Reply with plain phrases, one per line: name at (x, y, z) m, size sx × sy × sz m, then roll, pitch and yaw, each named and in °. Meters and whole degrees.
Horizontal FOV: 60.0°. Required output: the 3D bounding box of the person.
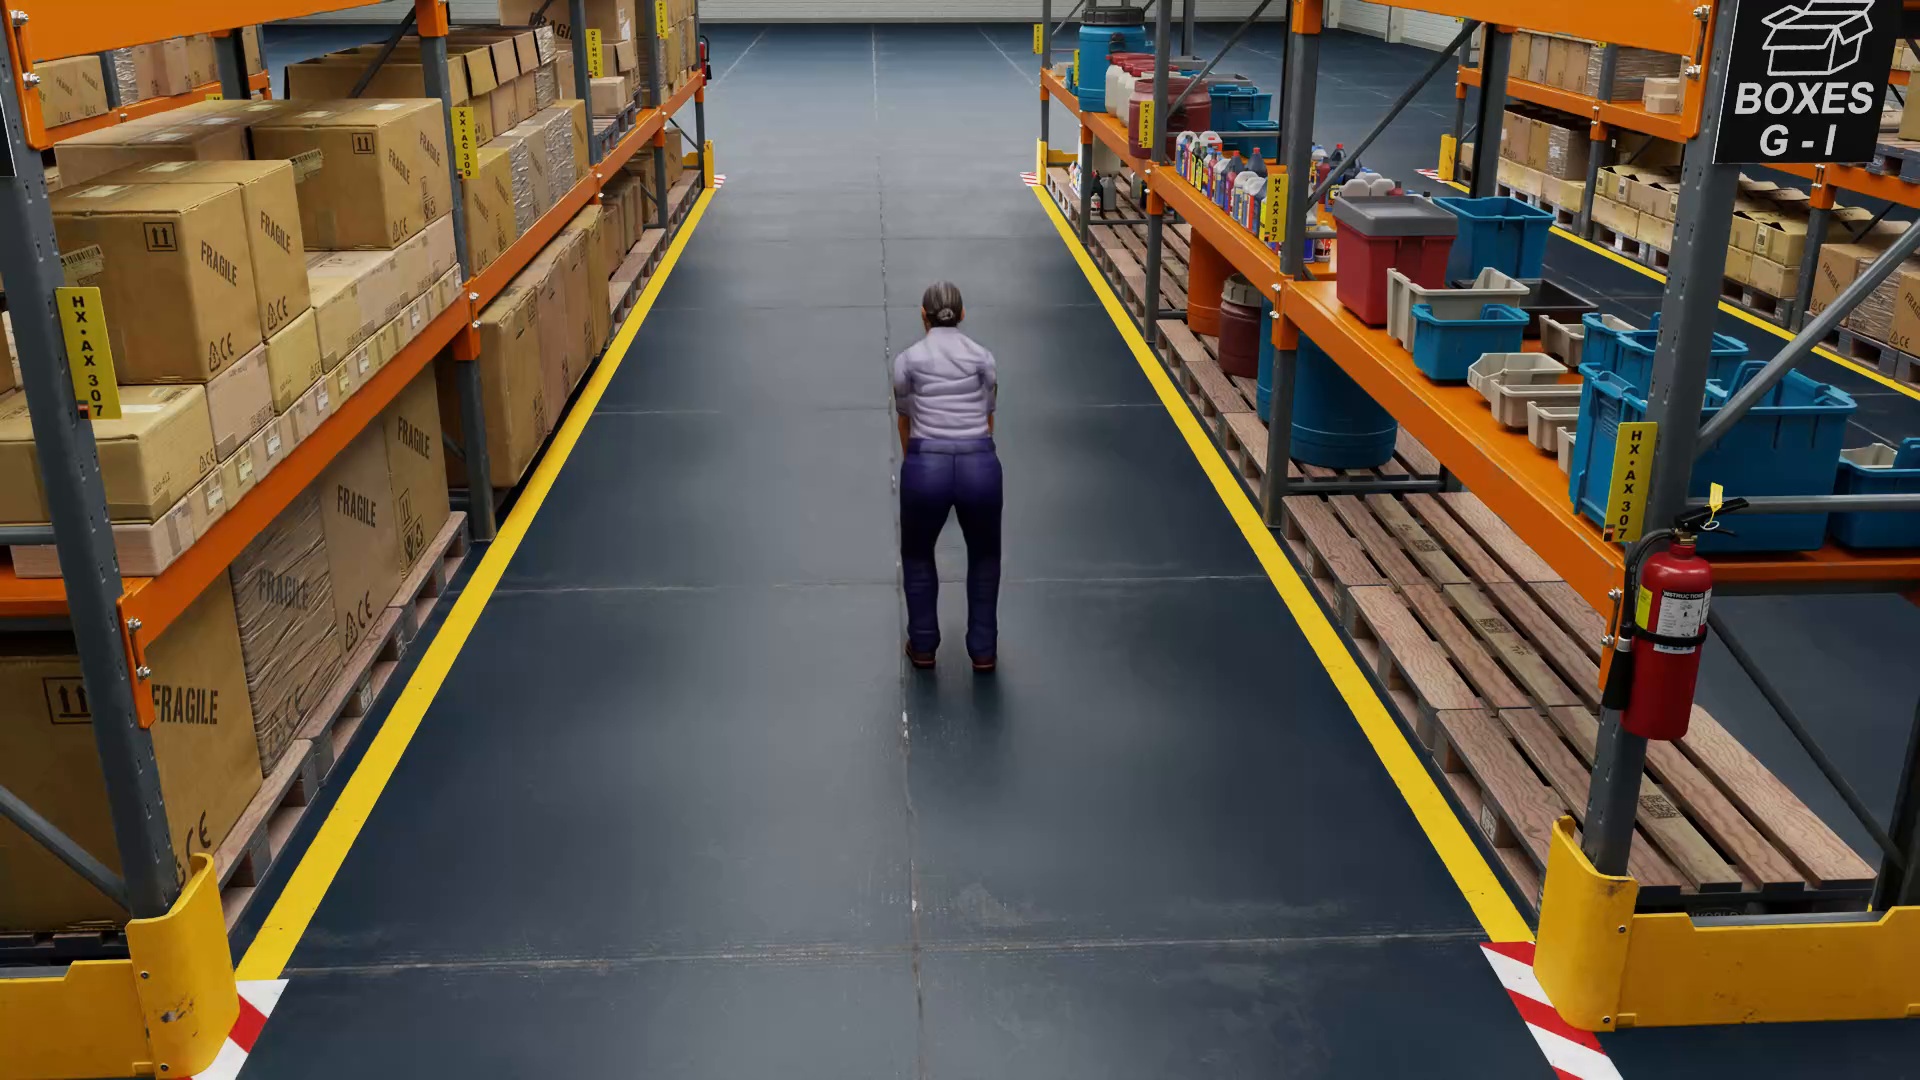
person at (-0.050, -0.257, 6.854) m, size 0.441 × 1.609 × 0.571 m, roll -1°, pitch 21°, yaw -4°
